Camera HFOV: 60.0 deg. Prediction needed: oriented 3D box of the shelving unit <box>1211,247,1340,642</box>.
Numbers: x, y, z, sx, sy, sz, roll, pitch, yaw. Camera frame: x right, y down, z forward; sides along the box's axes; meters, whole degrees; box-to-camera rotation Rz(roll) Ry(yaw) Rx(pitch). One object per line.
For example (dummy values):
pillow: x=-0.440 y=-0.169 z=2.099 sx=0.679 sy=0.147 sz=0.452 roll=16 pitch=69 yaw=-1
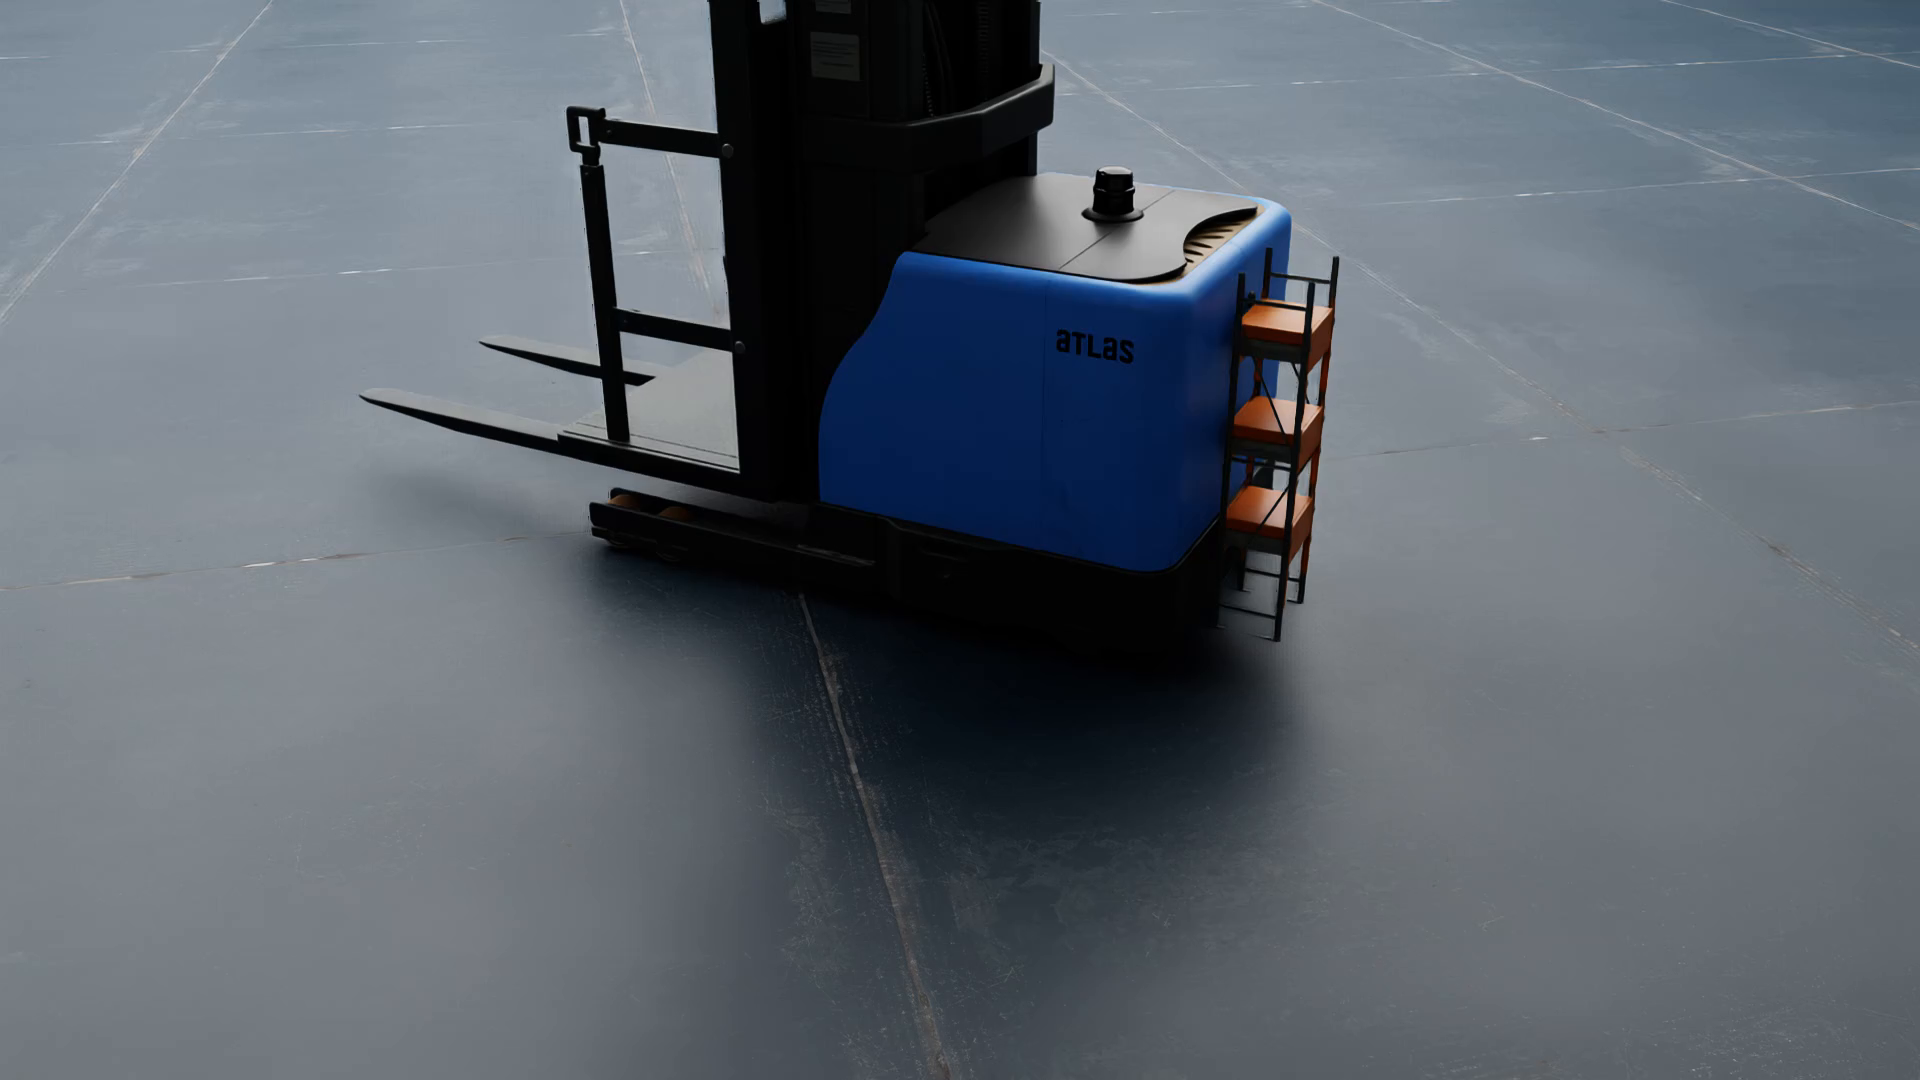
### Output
shelving unit: x=0.863 y=-0.251 z=4.583 sx=0.215 sy=1.050 sz=0.252 roll=12 pitch=29 yaw=23

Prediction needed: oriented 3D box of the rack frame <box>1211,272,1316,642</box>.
rack frame: x=0.810 y=-0.202 z=4.484 sx=0.200 sy=1.050 sz=0.008 roll=12 pitch=29 yaw=23

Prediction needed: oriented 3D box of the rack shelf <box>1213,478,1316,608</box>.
rack shelf: x=0.863 y=0.006 z=4.713 sx=0.215 sy=0.259 sz=0.240 roll=12 pitch=29 yaw=23

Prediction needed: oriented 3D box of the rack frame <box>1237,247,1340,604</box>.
rack frame: x=0.916 y=-0.301 z=4.681 sx=0.200 sy=1.050 sz=0.008 roll=12 pitch=29 yaw=23

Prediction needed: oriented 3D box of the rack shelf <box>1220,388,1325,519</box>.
rack shelf: x=0.863 y=-0.242 z=4.587 sx=0.215 sy=0.259 sz=0.240 roll=12 pitch=29 yaw=23

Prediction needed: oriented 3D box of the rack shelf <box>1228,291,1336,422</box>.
rack shelf: x=0.863 y=-0.495 z=4.459 sx=0.215 sy=0.259 sz=0.240 roll=12 pitch=29 yaw=23

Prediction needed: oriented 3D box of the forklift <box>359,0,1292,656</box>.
forklift: x=-0.578 y=-1.439 z=4.849 sx=3.031 sy=2.935 sz=1.130 roll=13 pitch=29 yaw=24
